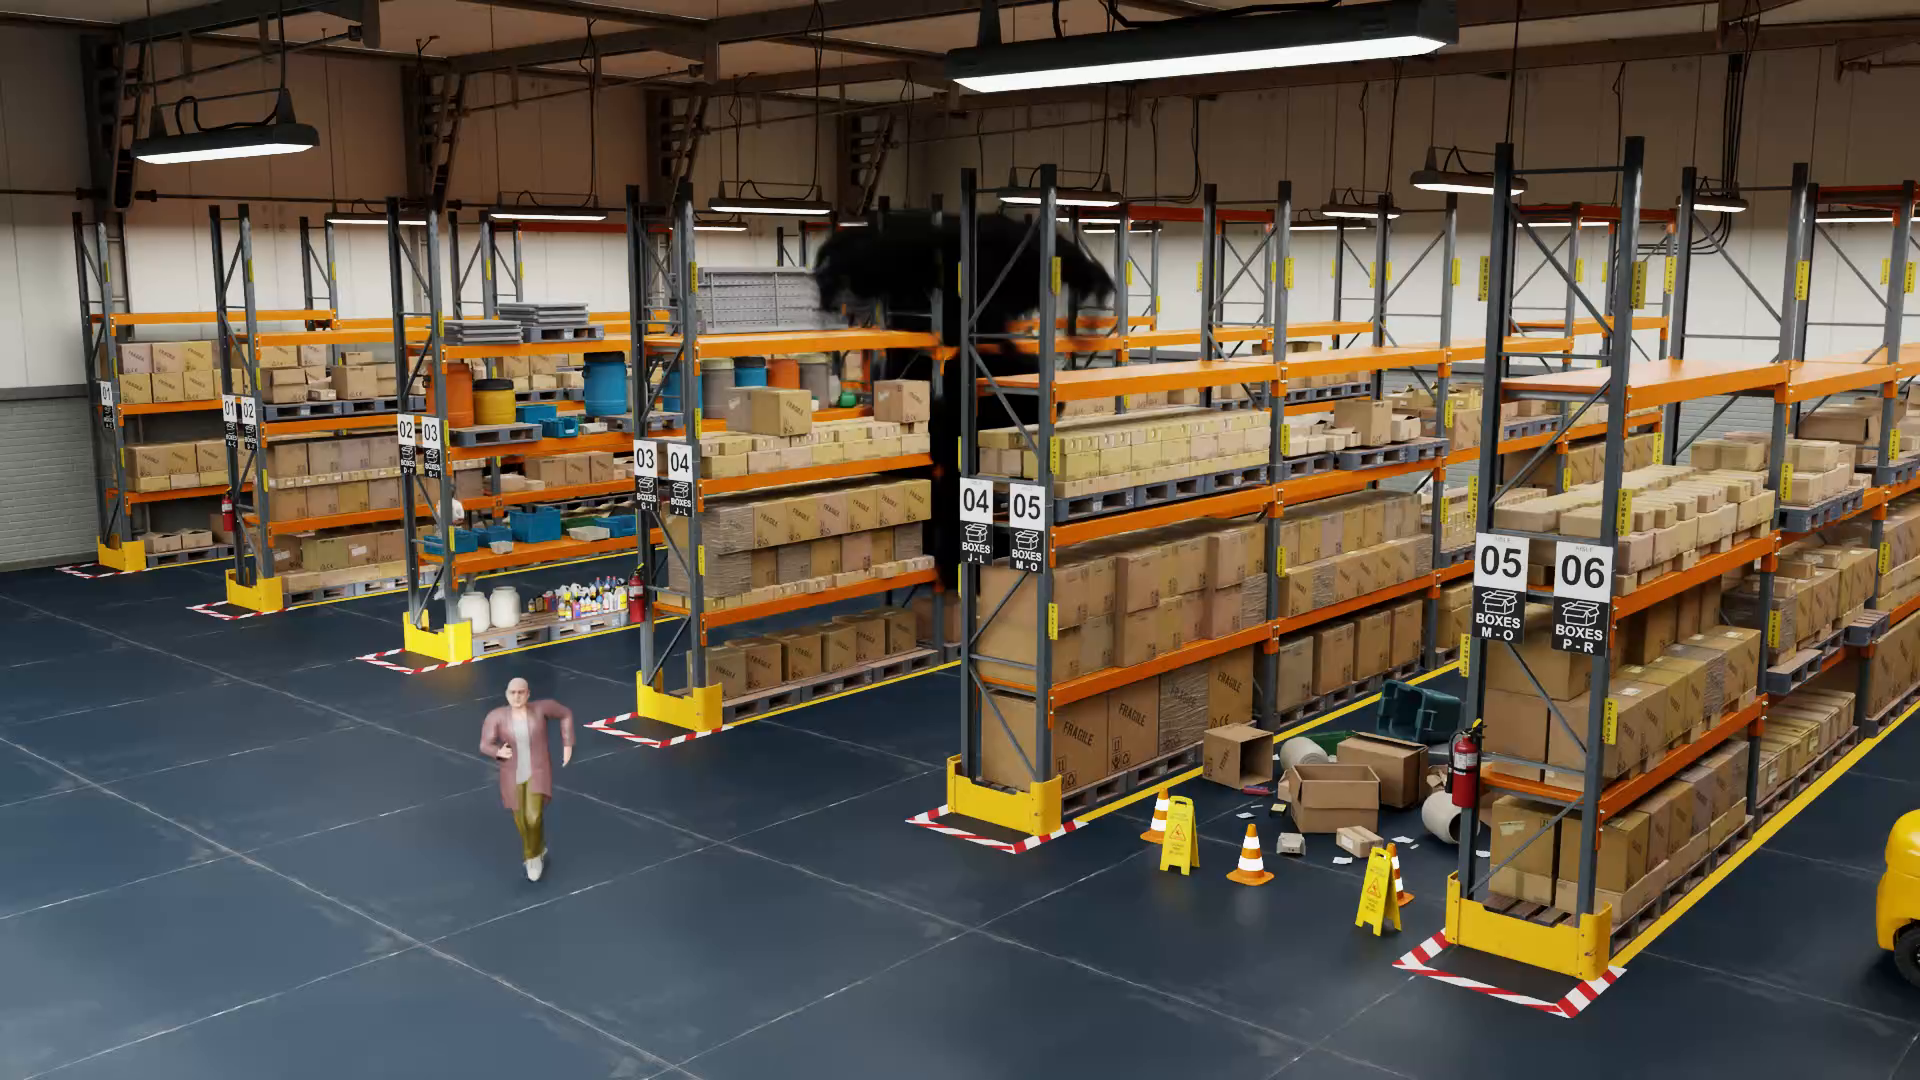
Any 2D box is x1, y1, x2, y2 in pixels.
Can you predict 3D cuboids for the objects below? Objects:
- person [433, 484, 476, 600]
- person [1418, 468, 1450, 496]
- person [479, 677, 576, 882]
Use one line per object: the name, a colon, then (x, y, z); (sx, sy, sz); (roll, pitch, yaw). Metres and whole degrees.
person: (-7.462, 0.000, 24.378); (0.574, 1.737, 0.870); (4, 10, 20)
person: (8.685, -0.646, 30.305); (0.622, 1.623, 0.523); (-4, 10, -21)
person: (-3.624, 1.993, 13.965); (0.754, 1.757, 0.875); (-1, 10, -7)
